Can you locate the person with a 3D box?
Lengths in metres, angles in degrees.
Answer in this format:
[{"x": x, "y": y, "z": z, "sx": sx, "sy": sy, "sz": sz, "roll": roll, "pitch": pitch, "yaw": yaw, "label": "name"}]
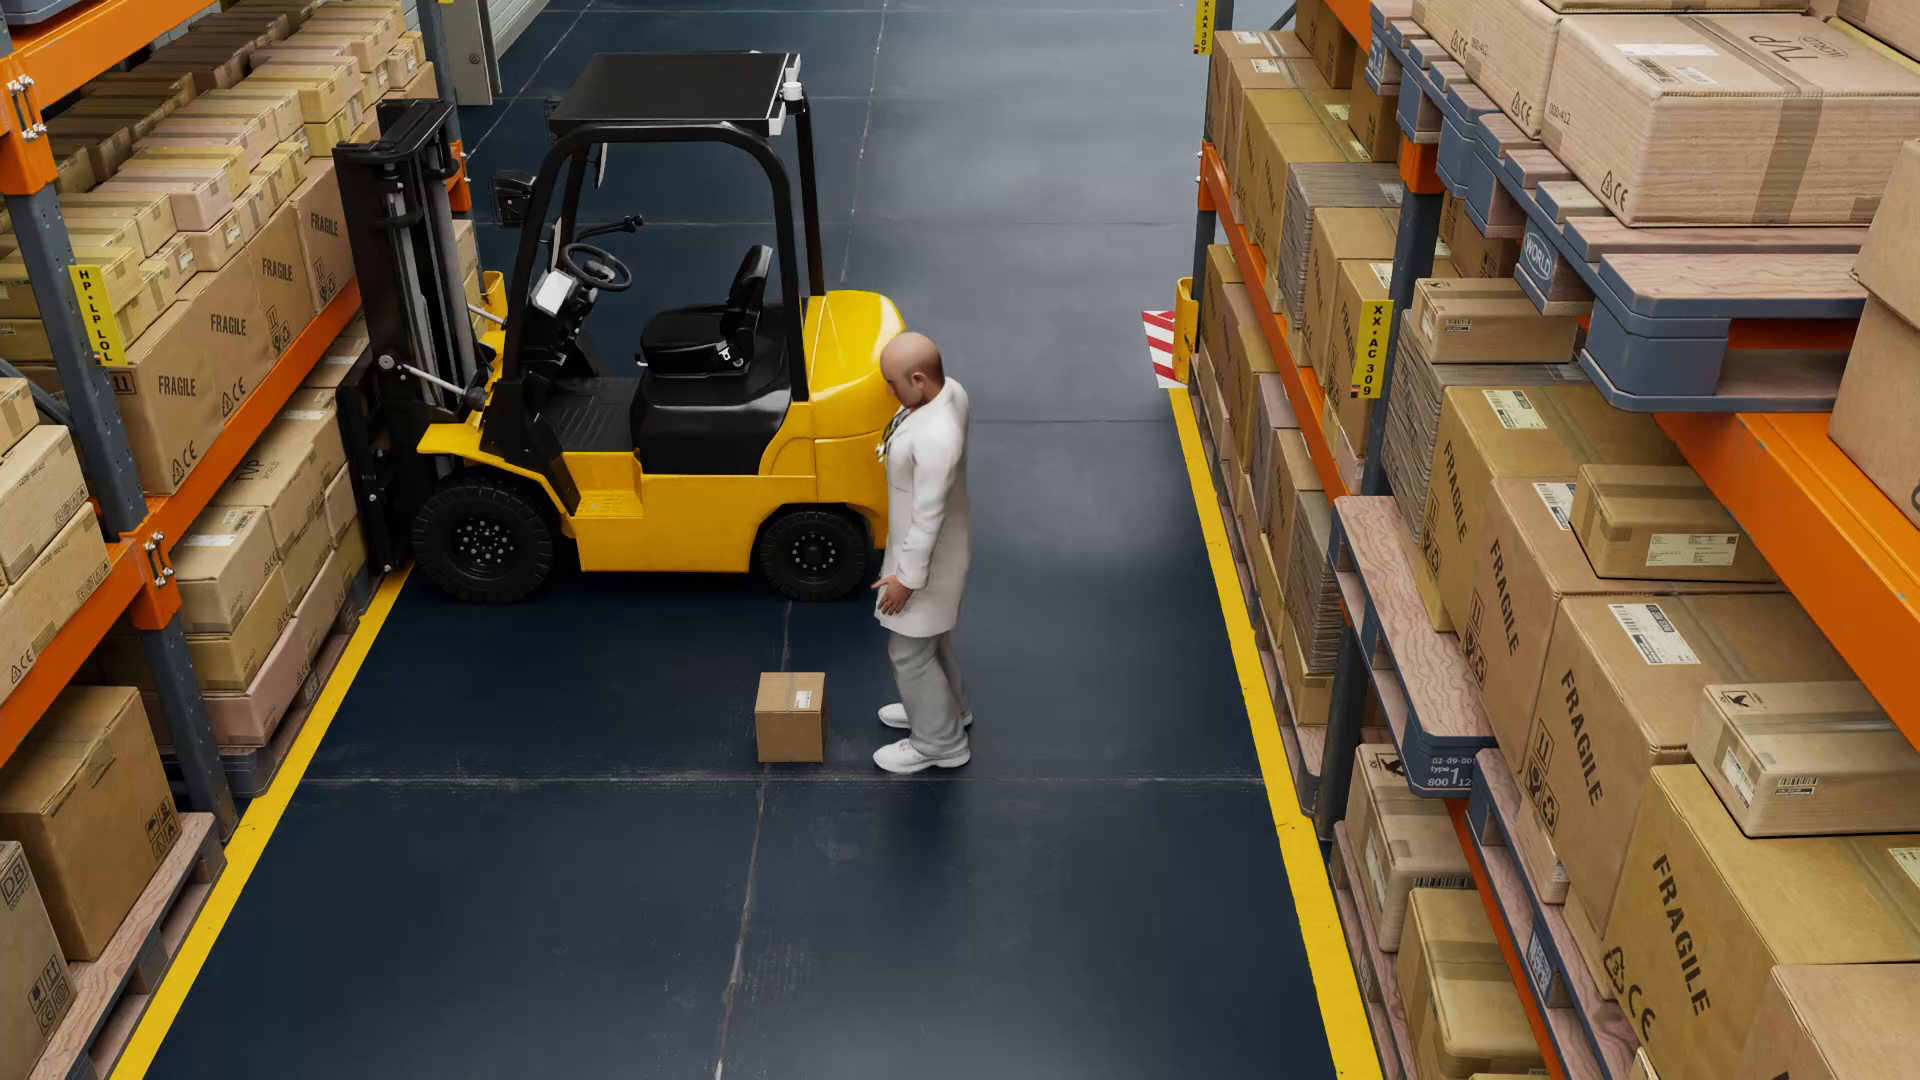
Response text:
[{"x": -0.142, "y": 0.059, "z": 6.076, "sx": 0.381, "sy": 1.761, "sz": 0.569, "roll": 0, "pitch": 31, "yaw": 1, "label": "person"}]
